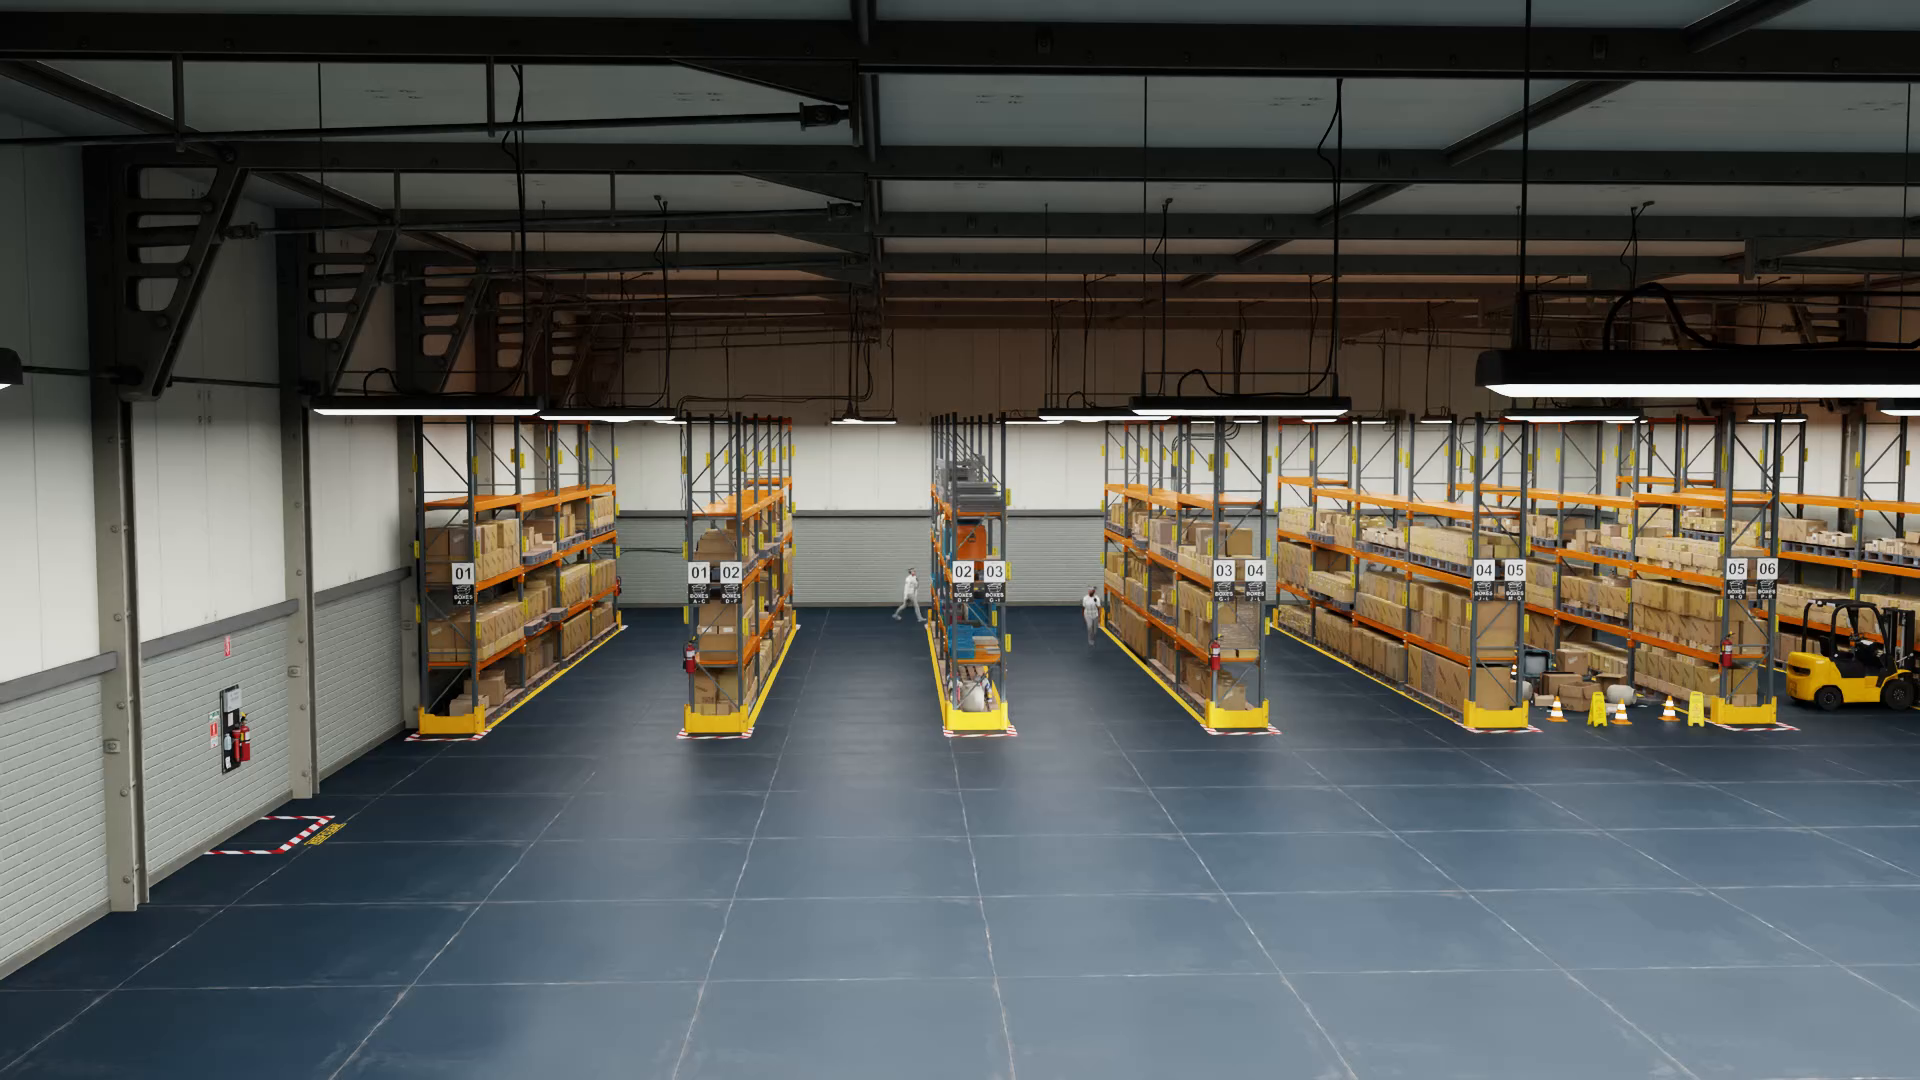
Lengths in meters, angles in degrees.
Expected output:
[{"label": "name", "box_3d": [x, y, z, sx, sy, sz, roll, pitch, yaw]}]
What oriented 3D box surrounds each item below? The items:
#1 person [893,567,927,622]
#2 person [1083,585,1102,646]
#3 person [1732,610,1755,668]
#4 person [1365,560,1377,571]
[{"label": "person", "box_3d": [-1.461, 1.583, 48.900, 1.086, 1.619, 0.457, 1, 4, 11]}, {"label": "person", "box_3d": [3.308, 1.869, 41.611, 0.442, 1.520, 1.036, 0, 4, -4]}, {"label": "person", "box_3d": [17.111, 2.392, 36.146, 0.531, 1.817, 0.556, -1, 4, -10]}, {"label": "person", "box_3d": [12.823, 1.348, 51.637, 0.681, 1.709, 0.551, 0, 4, 5]}]
